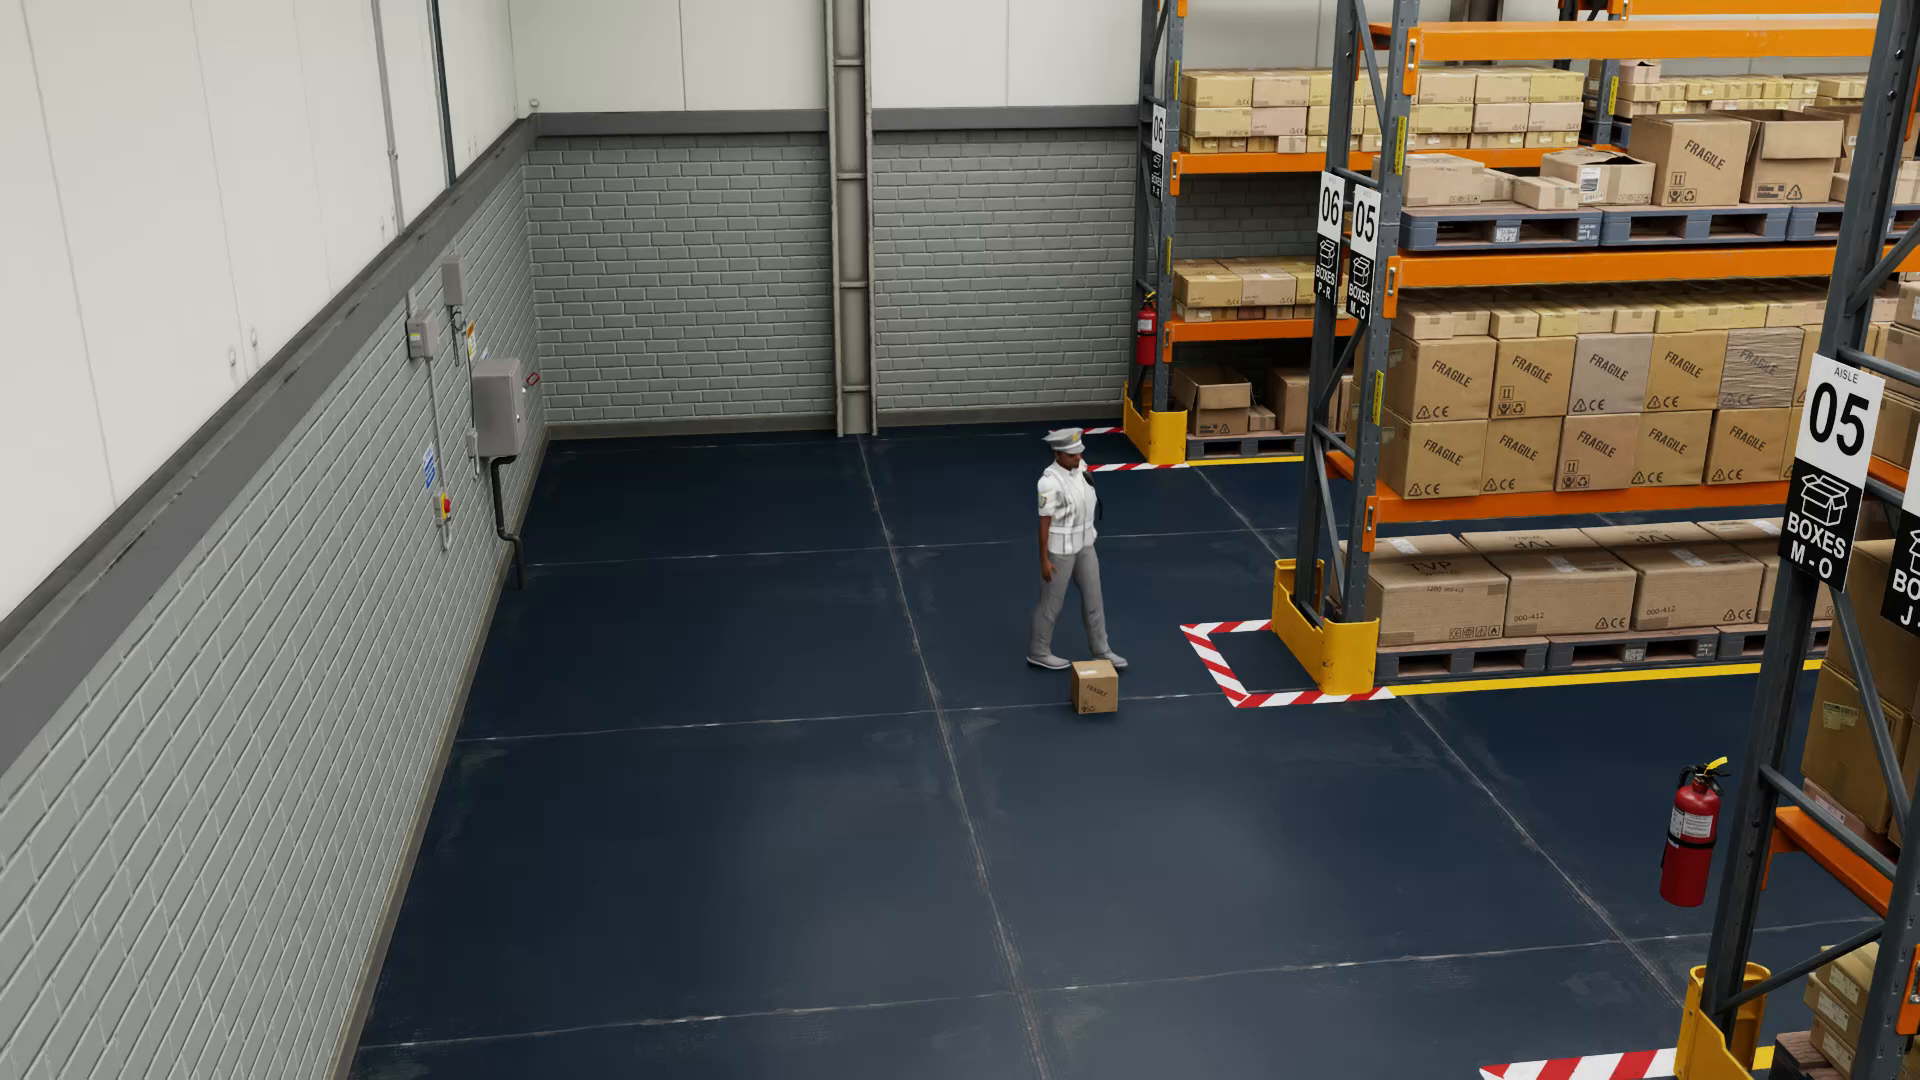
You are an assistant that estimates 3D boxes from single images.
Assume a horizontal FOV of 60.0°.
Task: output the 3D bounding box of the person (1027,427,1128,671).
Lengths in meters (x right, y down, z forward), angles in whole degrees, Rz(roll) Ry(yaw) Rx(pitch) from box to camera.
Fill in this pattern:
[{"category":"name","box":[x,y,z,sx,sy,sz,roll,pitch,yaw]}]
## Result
[{"category":"person","box":[0.769,0.084,10.824,0.626,1.673,0.468,18,26,39]}]
